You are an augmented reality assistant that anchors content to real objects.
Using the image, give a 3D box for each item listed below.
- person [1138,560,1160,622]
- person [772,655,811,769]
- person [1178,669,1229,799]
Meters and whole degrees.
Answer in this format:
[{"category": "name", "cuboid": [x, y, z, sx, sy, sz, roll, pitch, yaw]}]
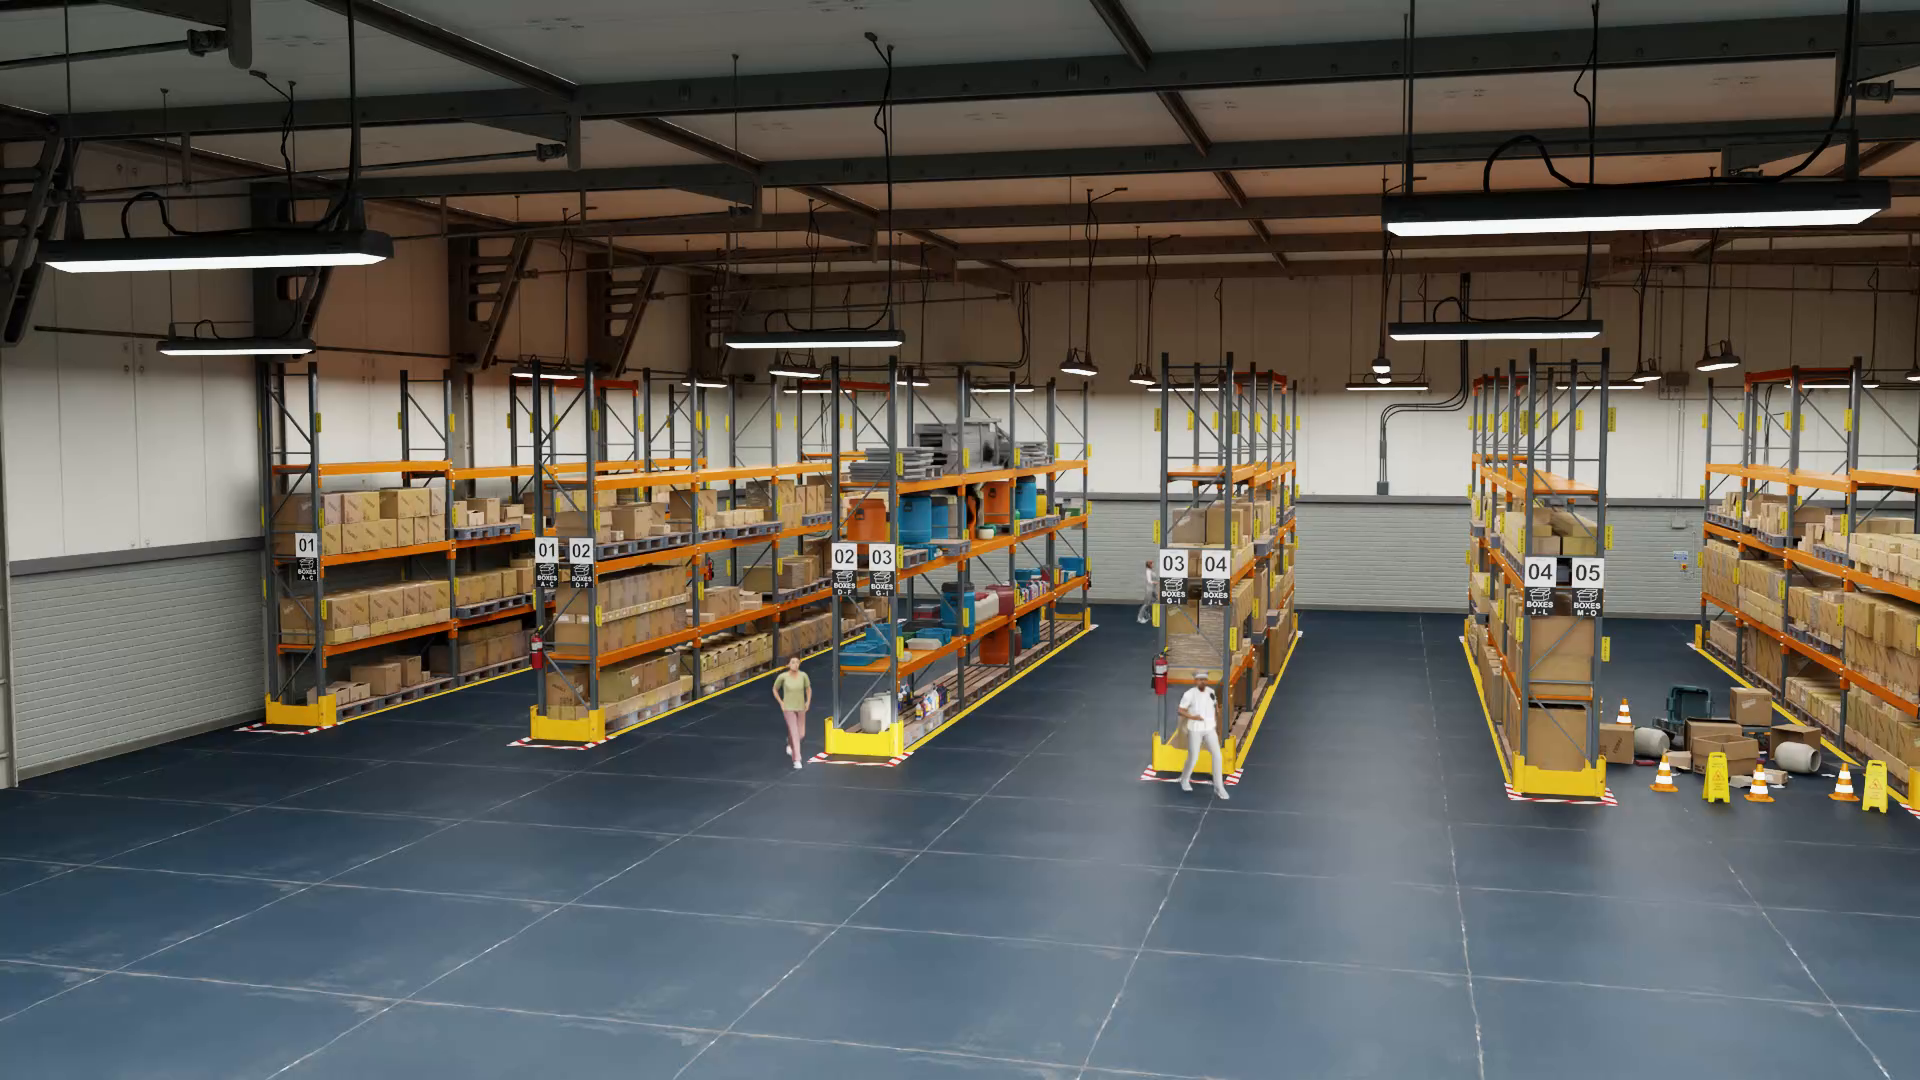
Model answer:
[{"category": "person", "cuboid": [4.784, 1.276, 41.559, 0.677, 1.583, 0.511, 2, 5, 28]}, {"category": "person", "cuboid": [-2.456, 2.478, 24.349, 0.576, 1.637, 0.747, -2, 4, -24]}, {"category": "person", "cuboid": [3.236, 2.560, 22.243, 0.631, 1.686, 0.836, -1, 4, -16]}]
